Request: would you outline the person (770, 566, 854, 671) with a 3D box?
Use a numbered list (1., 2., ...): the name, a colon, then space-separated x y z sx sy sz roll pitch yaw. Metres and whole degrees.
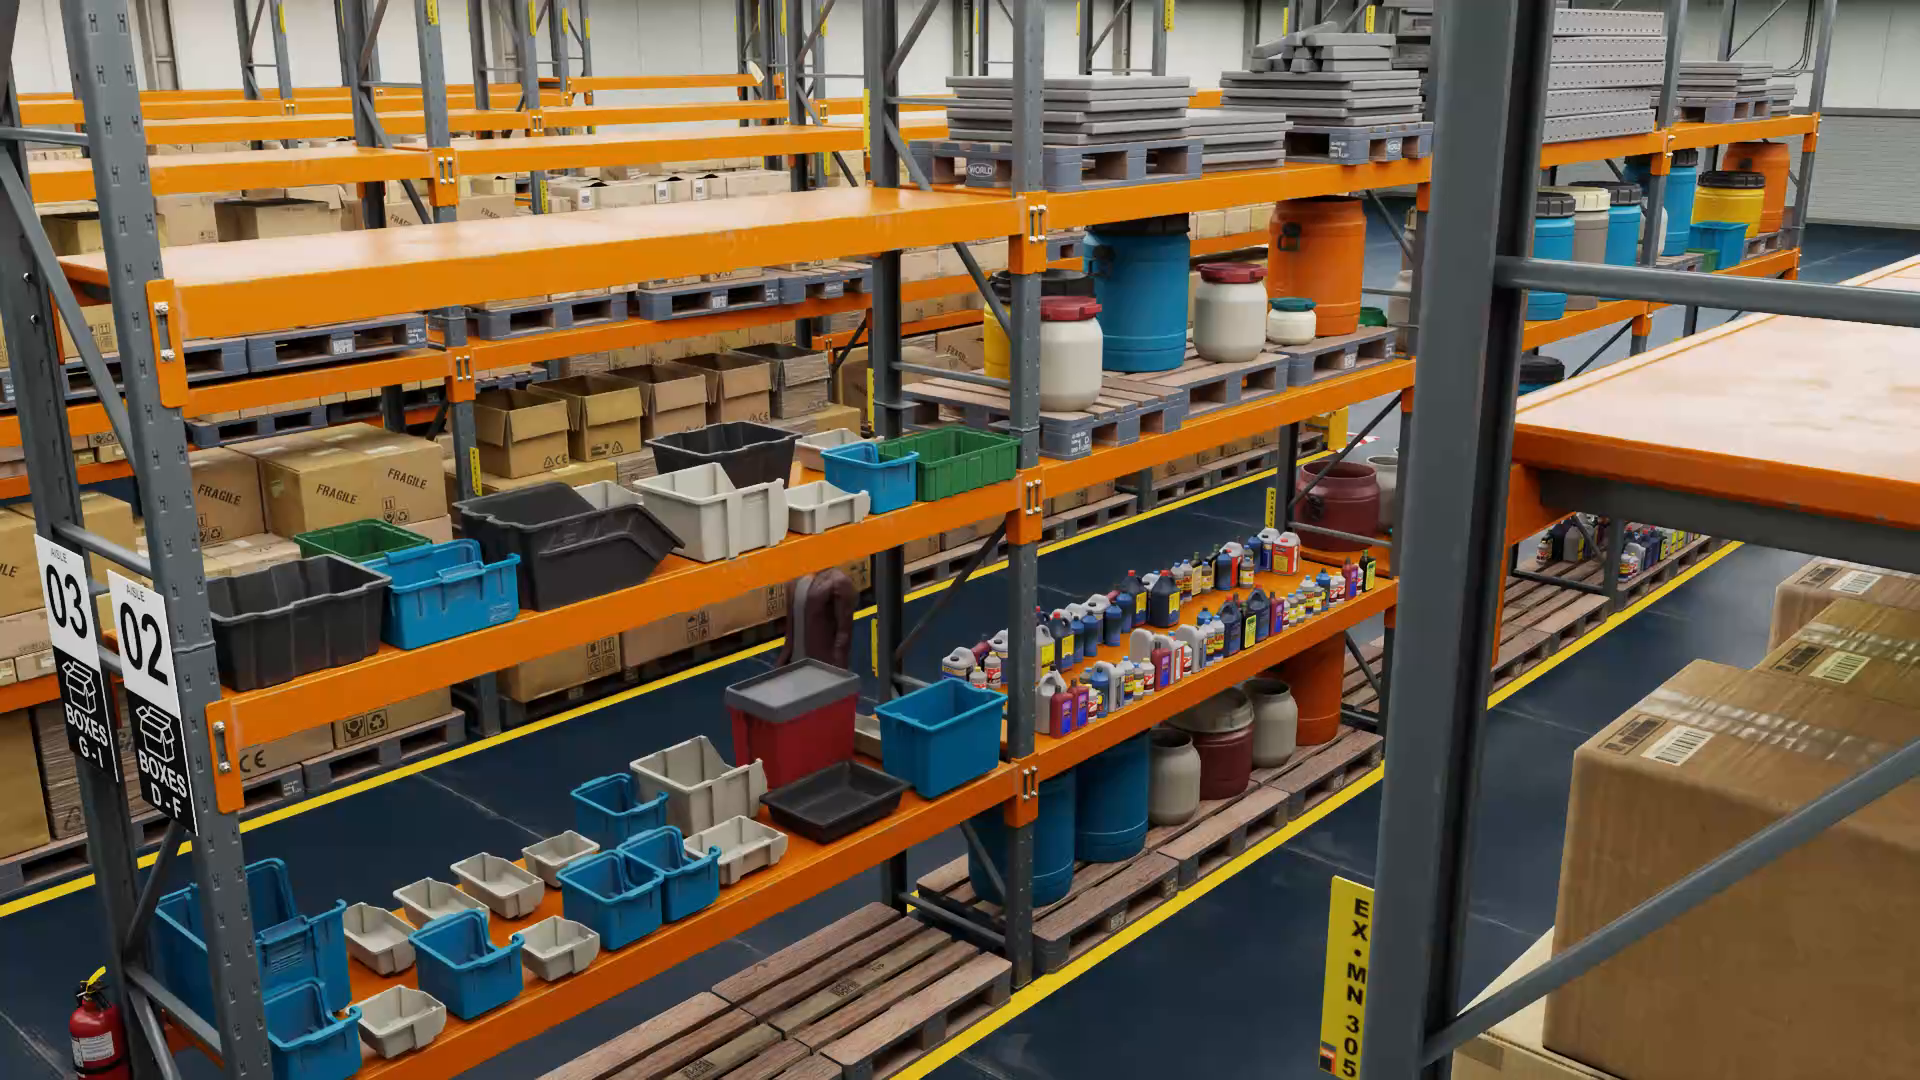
1. person: -0.985 0.814 10.801 0.610 1.796 0.480 12 21 35
